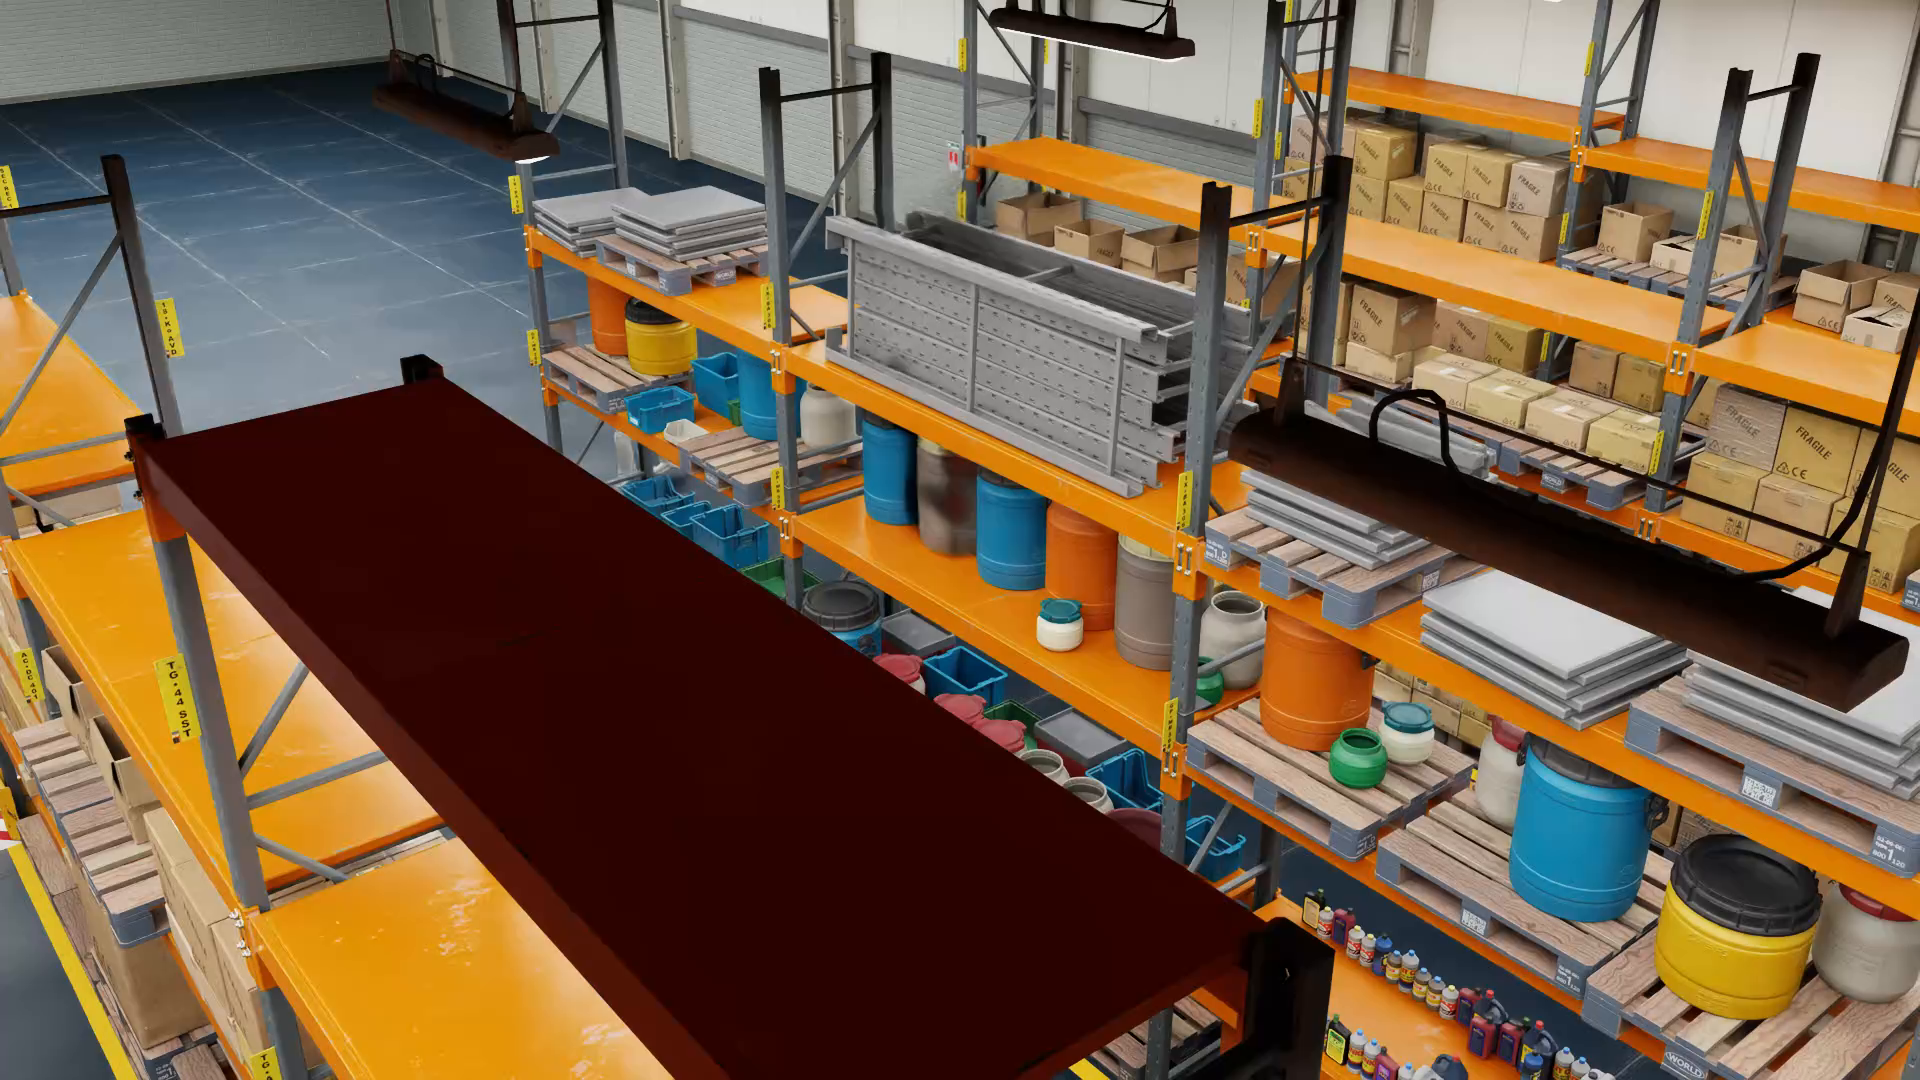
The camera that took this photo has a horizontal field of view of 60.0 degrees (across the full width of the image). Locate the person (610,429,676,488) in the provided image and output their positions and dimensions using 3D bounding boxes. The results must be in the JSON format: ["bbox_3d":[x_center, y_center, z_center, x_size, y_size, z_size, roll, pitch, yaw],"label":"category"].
[{"bbox_3d":[-3.763,-1.427,19.401,0.923,1.642,0.610,-5,26,-11],"label":"person"}]
